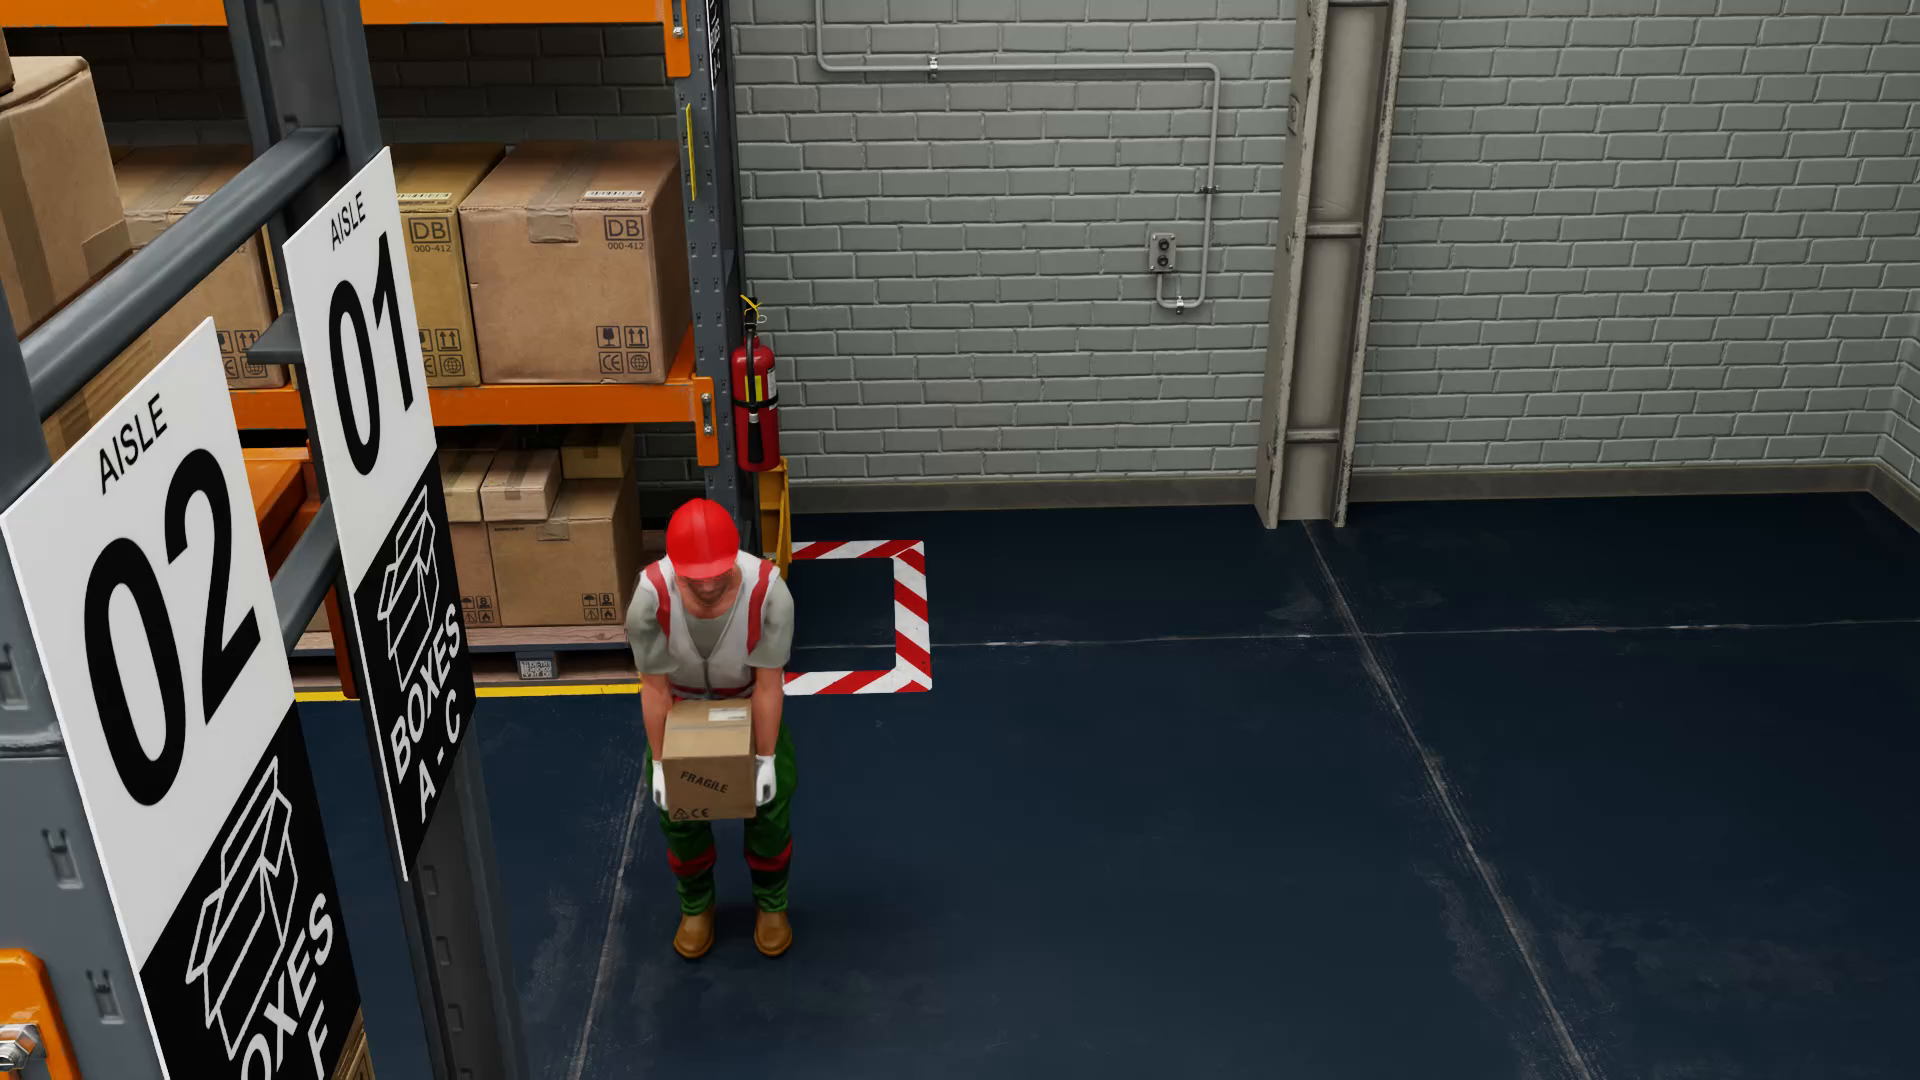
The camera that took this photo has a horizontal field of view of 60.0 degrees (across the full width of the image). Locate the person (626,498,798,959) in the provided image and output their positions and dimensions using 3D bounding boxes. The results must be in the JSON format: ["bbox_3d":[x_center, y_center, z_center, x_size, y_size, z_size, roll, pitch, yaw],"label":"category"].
[{"bbox_3d":[-0.730,0.583,5.056,0.491,1.702,0.637,-2,27,-4],"label":"person"}]
